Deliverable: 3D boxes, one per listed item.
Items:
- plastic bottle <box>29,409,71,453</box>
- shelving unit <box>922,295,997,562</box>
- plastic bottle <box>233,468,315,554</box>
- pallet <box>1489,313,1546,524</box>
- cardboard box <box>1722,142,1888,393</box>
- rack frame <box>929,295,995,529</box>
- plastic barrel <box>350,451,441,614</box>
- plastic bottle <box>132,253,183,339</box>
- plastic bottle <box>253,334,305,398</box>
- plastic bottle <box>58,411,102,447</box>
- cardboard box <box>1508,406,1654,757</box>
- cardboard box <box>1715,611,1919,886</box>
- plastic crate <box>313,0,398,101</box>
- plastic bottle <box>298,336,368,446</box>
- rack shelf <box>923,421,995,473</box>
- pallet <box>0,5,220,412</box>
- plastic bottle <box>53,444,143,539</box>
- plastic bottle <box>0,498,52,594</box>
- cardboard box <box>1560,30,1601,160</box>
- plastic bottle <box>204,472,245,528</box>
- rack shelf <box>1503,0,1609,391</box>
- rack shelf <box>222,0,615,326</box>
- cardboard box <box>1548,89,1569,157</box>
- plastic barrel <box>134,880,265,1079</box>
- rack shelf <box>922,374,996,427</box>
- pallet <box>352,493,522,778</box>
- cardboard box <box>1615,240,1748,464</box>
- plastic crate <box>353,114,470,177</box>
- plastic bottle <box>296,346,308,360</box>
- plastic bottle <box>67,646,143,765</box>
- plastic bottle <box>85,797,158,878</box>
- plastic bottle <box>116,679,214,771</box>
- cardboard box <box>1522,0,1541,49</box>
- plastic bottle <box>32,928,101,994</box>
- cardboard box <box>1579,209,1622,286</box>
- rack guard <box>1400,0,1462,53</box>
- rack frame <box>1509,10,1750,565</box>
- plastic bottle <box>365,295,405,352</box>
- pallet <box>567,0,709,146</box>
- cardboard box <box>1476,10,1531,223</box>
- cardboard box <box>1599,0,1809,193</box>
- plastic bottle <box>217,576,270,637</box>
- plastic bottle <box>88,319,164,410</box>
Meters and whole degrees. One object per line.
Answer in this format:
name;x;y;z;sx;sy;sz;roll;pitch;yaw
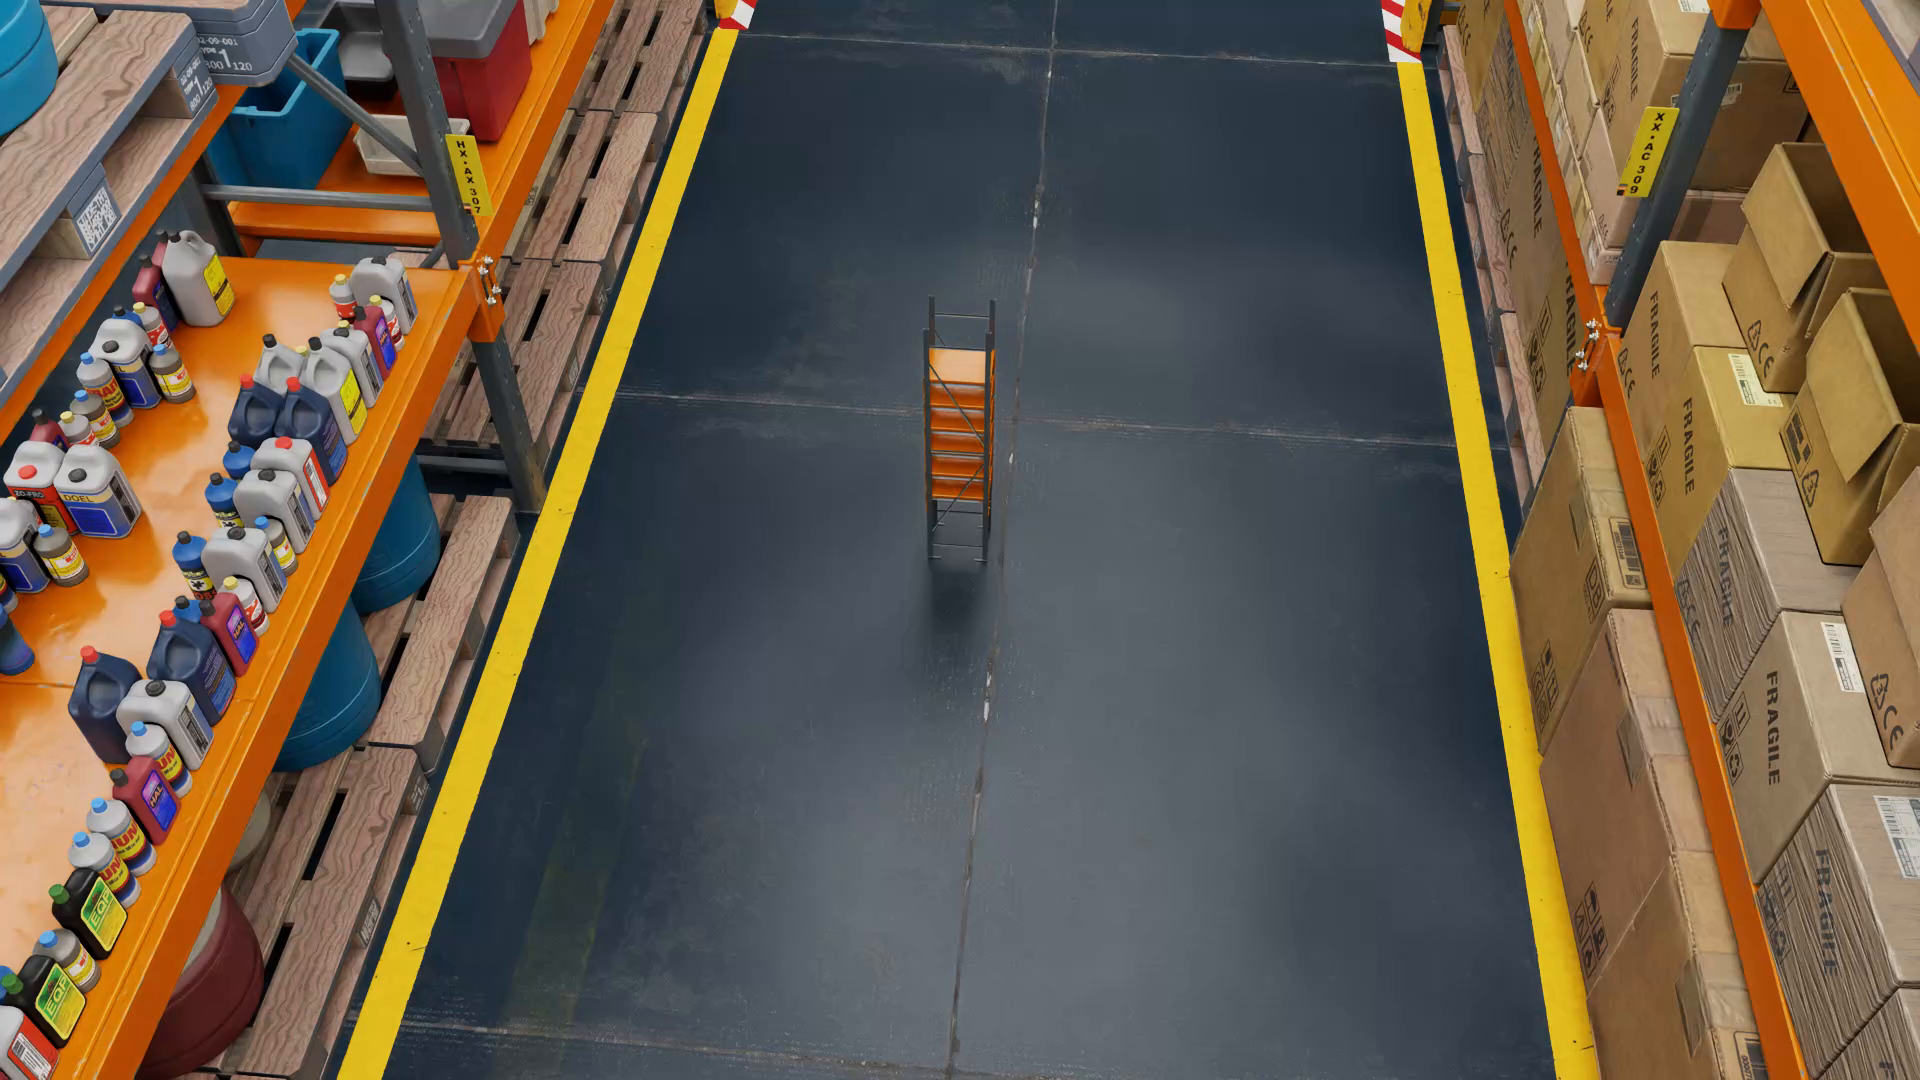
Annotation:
plastic bottle;-2.765;-0.259;5.059;0.061;0.283;0.133;4;48;4
shelving unit;-0.001;-0.394;6.323;0.258;1.200;0.189;4;48;4
plastic bottle;-2.032;-0.100;4.919;0.152;0.276;0.135;4;48;4
pallet;2.853;-0.471;7.064;1.003;0.211;1.213;4;48;4
cardboard box;2.656;-0.761;4.691;0.797;0.503;0.637;3;48;3
rack frame;0.007;-0.462;6.385;0.240;1.200;0.006;4;48;4
plastic barrel;-2.293;-0.226;6.088;0.600;0.901;0.708;4;48;4
plastic bottle;-2.697;-0.813;5.566;0.061;0.283;0.133;4;48;4
plastic bottle;-2.128;-0.487;5.222;0.144;0.351;0.185;4;48;4
plastic bottle;-2.737;-0.315;5.166;0.097;0.201;0.097;0;48;0
cardboard box;2.668;0.189;5.726;1.225;0.875;0.875;4;48;4
cardboard box;2.283;0.546;4.176;0.500;0.500;0.500;5;48;4
plastic crate;-2.392;-1.960;6.681;0.437;0.125;0.590;4;48;4
plastic bottle;-1.984;-0.477;5.213;0.144;0.351;0.185;4;48;4
rack shelf;-0.001;-0.364;6.356;0.258;0.103;0.180;4;48;4
pallet;-2.301;-0.724;3.501;1.003;0.211;1.213;4;48;4
plastic bottle;-2.581;-0.145;4.959;0.152;0.276;0.135;4;48;4
plastic bottle;-2.753;0.016;4.813;0.152;0.276;0.135;4;48;4
cardboard box;2.530;-1.631;6.135;0.500;0.250;0.500;5;48;5
plastic bottle;-2.158;-0.094;4.916;0.097;0.271;0.097;0;48;0
rack shelf;2.889;-2.085;7.138;1.077;0.370;4.000;4;48;4
rack shelf;-2.044;-2.418;7.443;1.077;0.370;4.000;4;48;4
cardboard box;2.478;-1.587;6.364;0.380;0.149;0.250;5;48;4
plastic barrel;-2.460;1.229;4.968;0.600;0.588;0.708;4;48;4
rack shelf;-0.001;-0.526;6.179;0.258;0.103;0.180;4;48;4
pallet;-2.338;0.314;6.346;1.003;0.211;1.213;4;48;4
cardboard box;2.415;-0.571;5.198;0.500;0.500;0.500;4;48;4
plastic crate;-2.041;-1.455;6.212;0.396;0.136;0.243;4;48;4
plastic bottle;-2.099;-0.539;5.371;0.097;0.201;0.097;0;48;0
plastic bottle;-2.248;0.421;4.392;0.144;0.351;0.185;4;48;4
plastic bottle;-2.107;0.732;4.160;0.097;0.271;0.097;0;48;0
plastic bottle;-2.103;0.474;4.393;0.152;0.276;0.135;4;48;4
cardboard box;2.549;-2.151;6.881;0.380;0.149;0.250;5;48;4
plastic bottle;-2.137;0.997;3.966;0.097;0.201;0.097;0;48;0
cardboard box;2.408;-1.020;5.846;0.380;0.149;0.250;4;48;4
rack guard;3.073;-2.972;9.155;1.175;0.500;0.348;4;48;4
rack frame;2.706;-0.858;5.528;1.000;3.000;0.127;4;48;4
plastic bottle;-1.923;-0.726;5.542;0.097;0.201;0.097;0;48;0
pallet;-1.975;-2.586;8.998;1.003;0.211;1.213;4;48;4
cardboard box;3.009;-2.078;7.799;0.875;0.875;0.875;4;48;4
cardboard box;2.482;-1.517;5.523;0.500;0.500;0.500;5;48;5
plastic bottle;-2.036;0.182;4.711;0.097;0.201;0.097;0;48;0
plastic bottle;-2.681;-0.566;5.345;0.152;0.276;0.135;4;48;4
